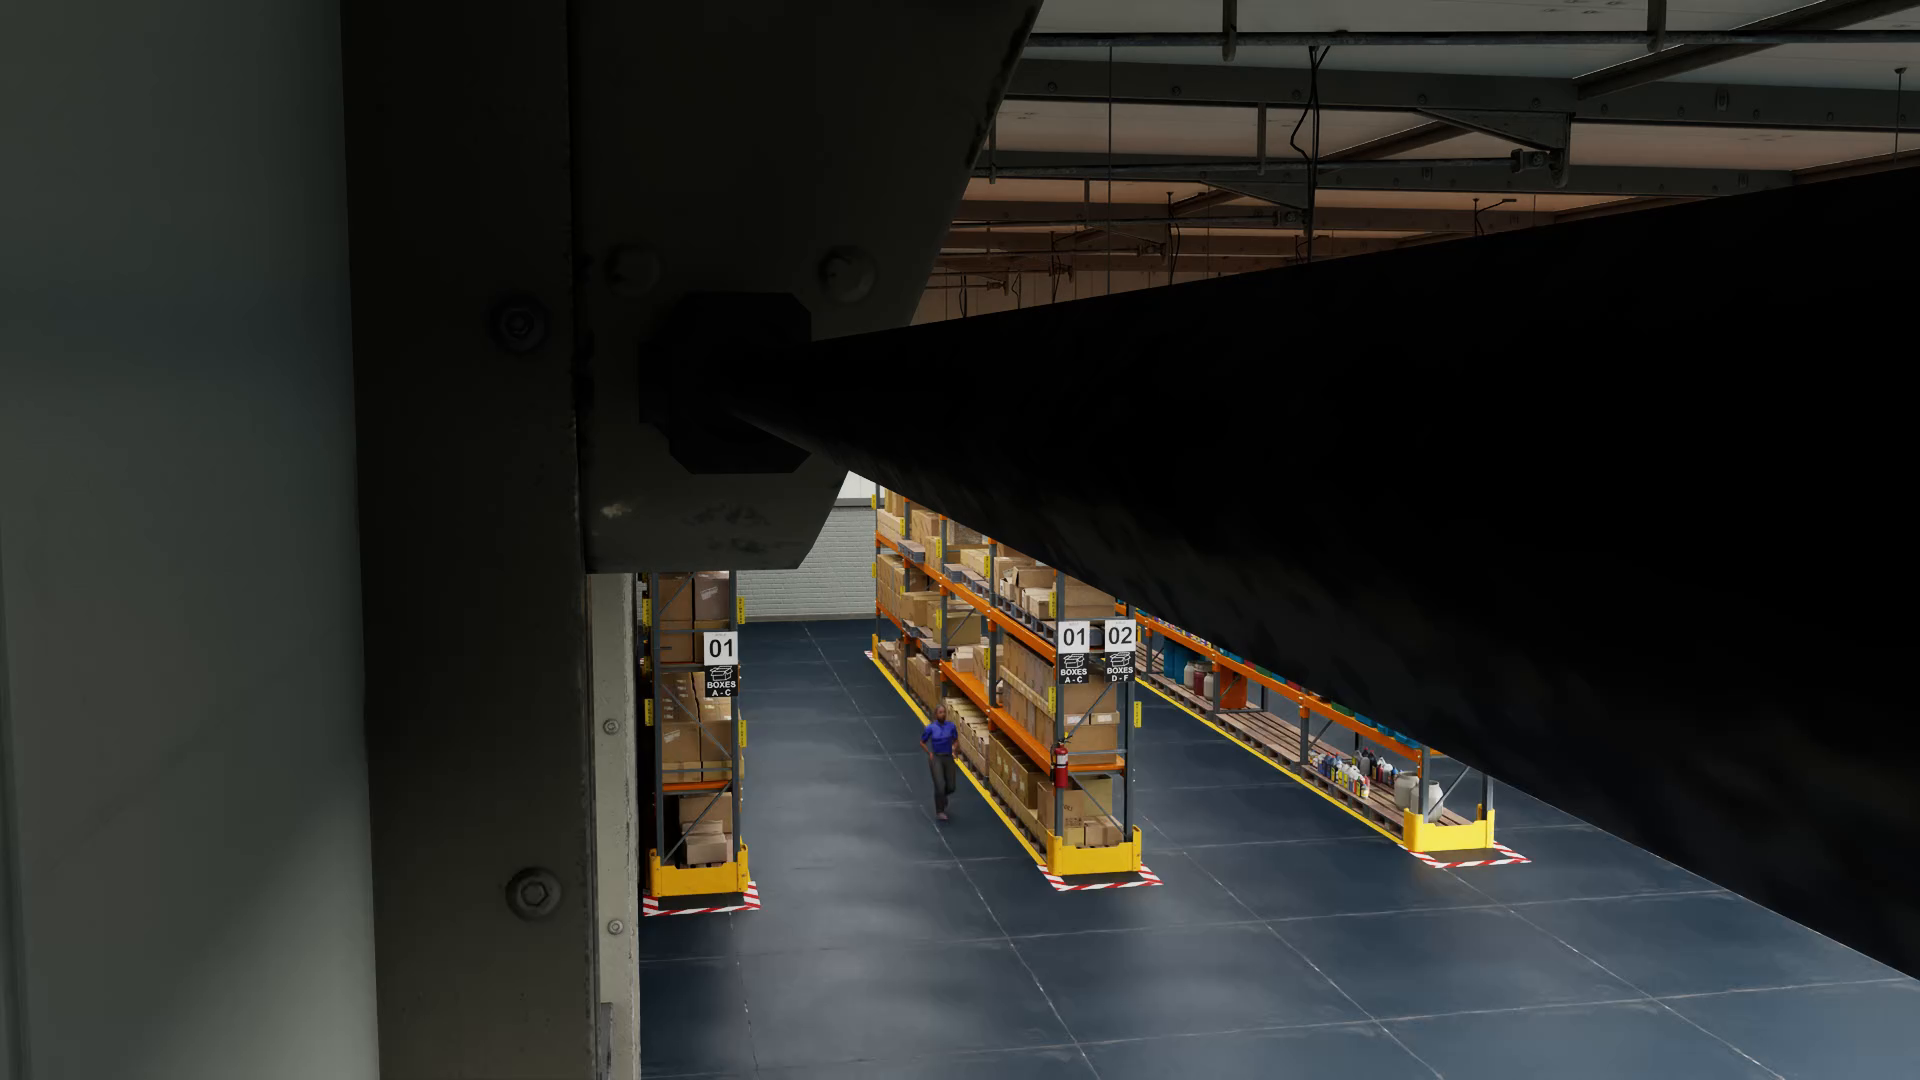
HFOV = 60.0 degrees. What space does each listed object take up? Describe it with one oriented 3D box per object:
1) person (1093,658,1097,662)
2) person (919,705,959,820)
[{"bbox_3d":[2.296,2.134,29.963,0.646,1.718,0.597,-2,6,-22],"label":"person"},{"bbox_3d":[-0.281,3.120,23.515,0.575,1.604,0.570,-2,6,-15],"label":"person"}]
